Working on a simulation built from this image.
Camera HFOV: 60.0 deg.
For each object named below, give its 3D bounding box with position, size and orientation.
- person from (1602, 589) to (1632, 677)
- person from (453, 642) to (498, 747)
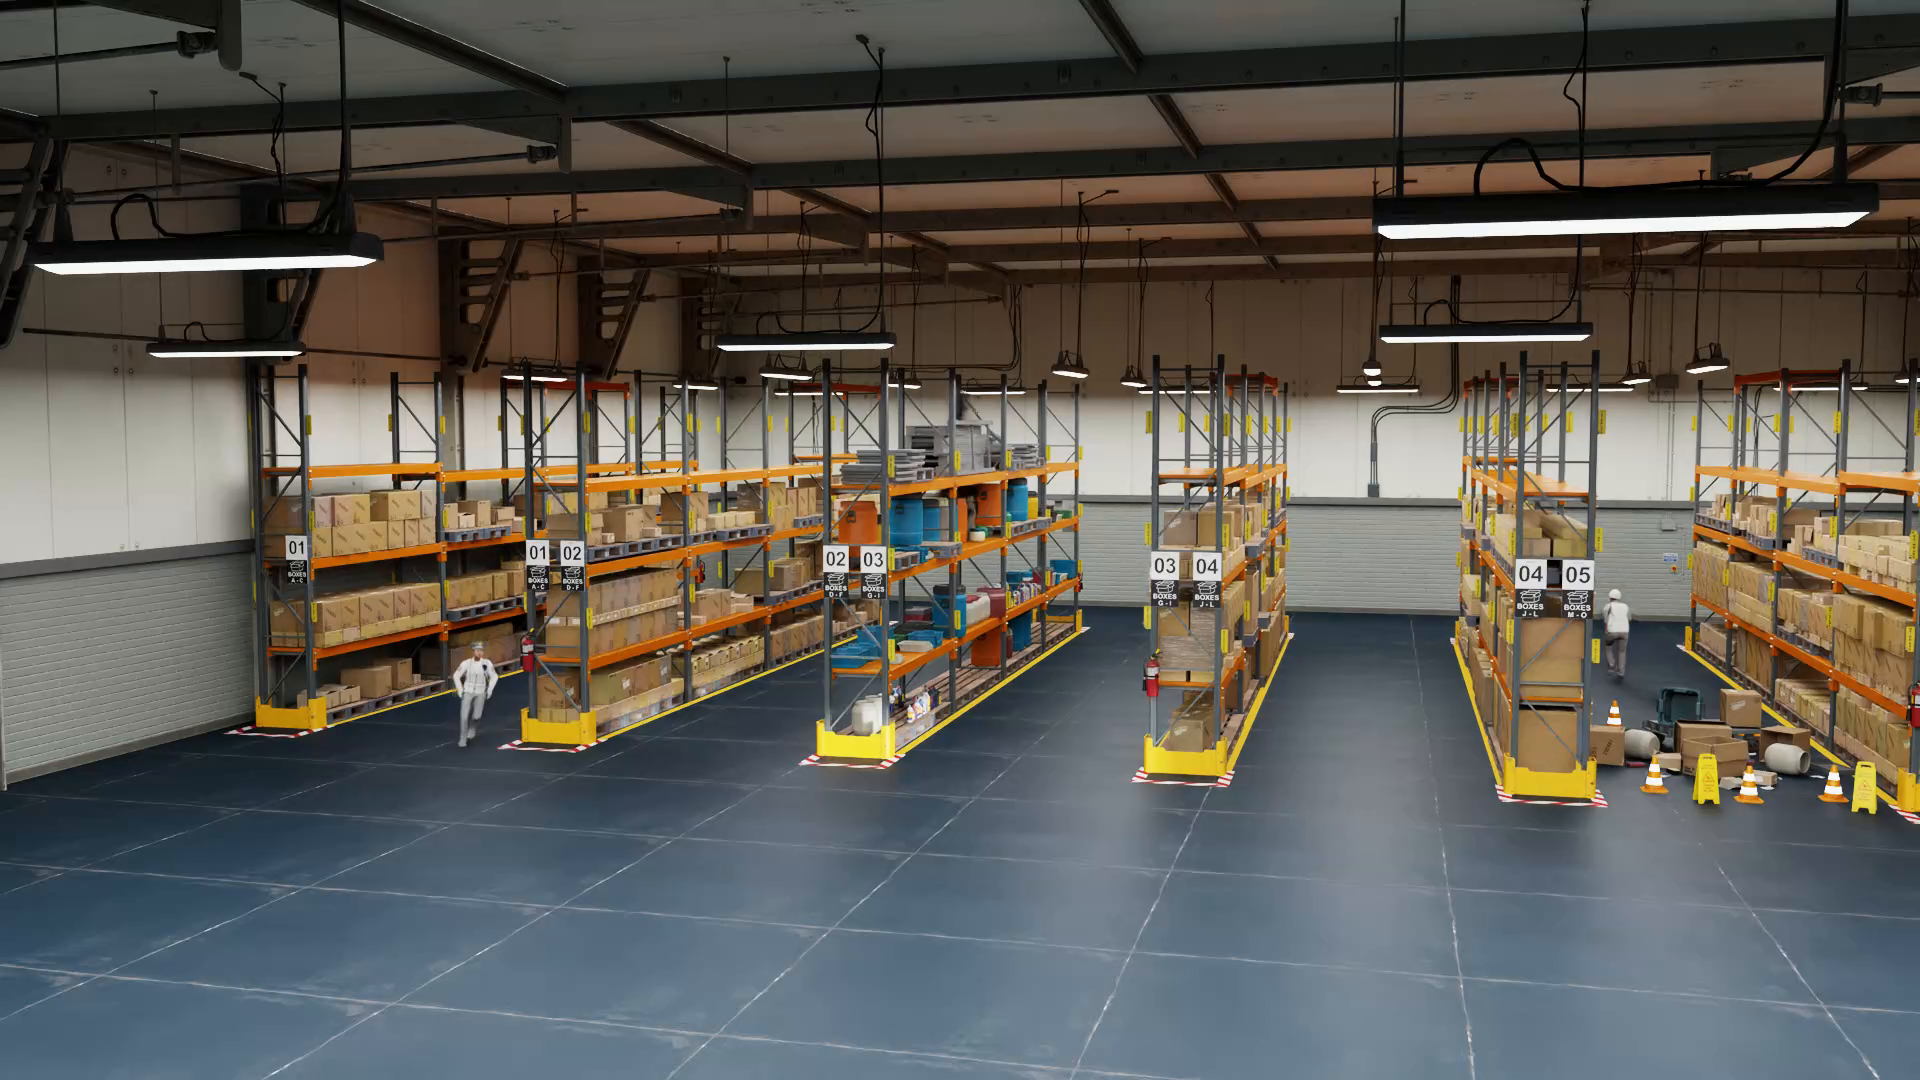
[{"bbox_3d":[12.984,1.862,32.886,0.639,1.742,0.911,1,4,9],"label":"person"},{"bbox_3d":[-7.576,2.406,25.999,0.672,1.641,0.490,-1,4,-15],"label":"person"}]
